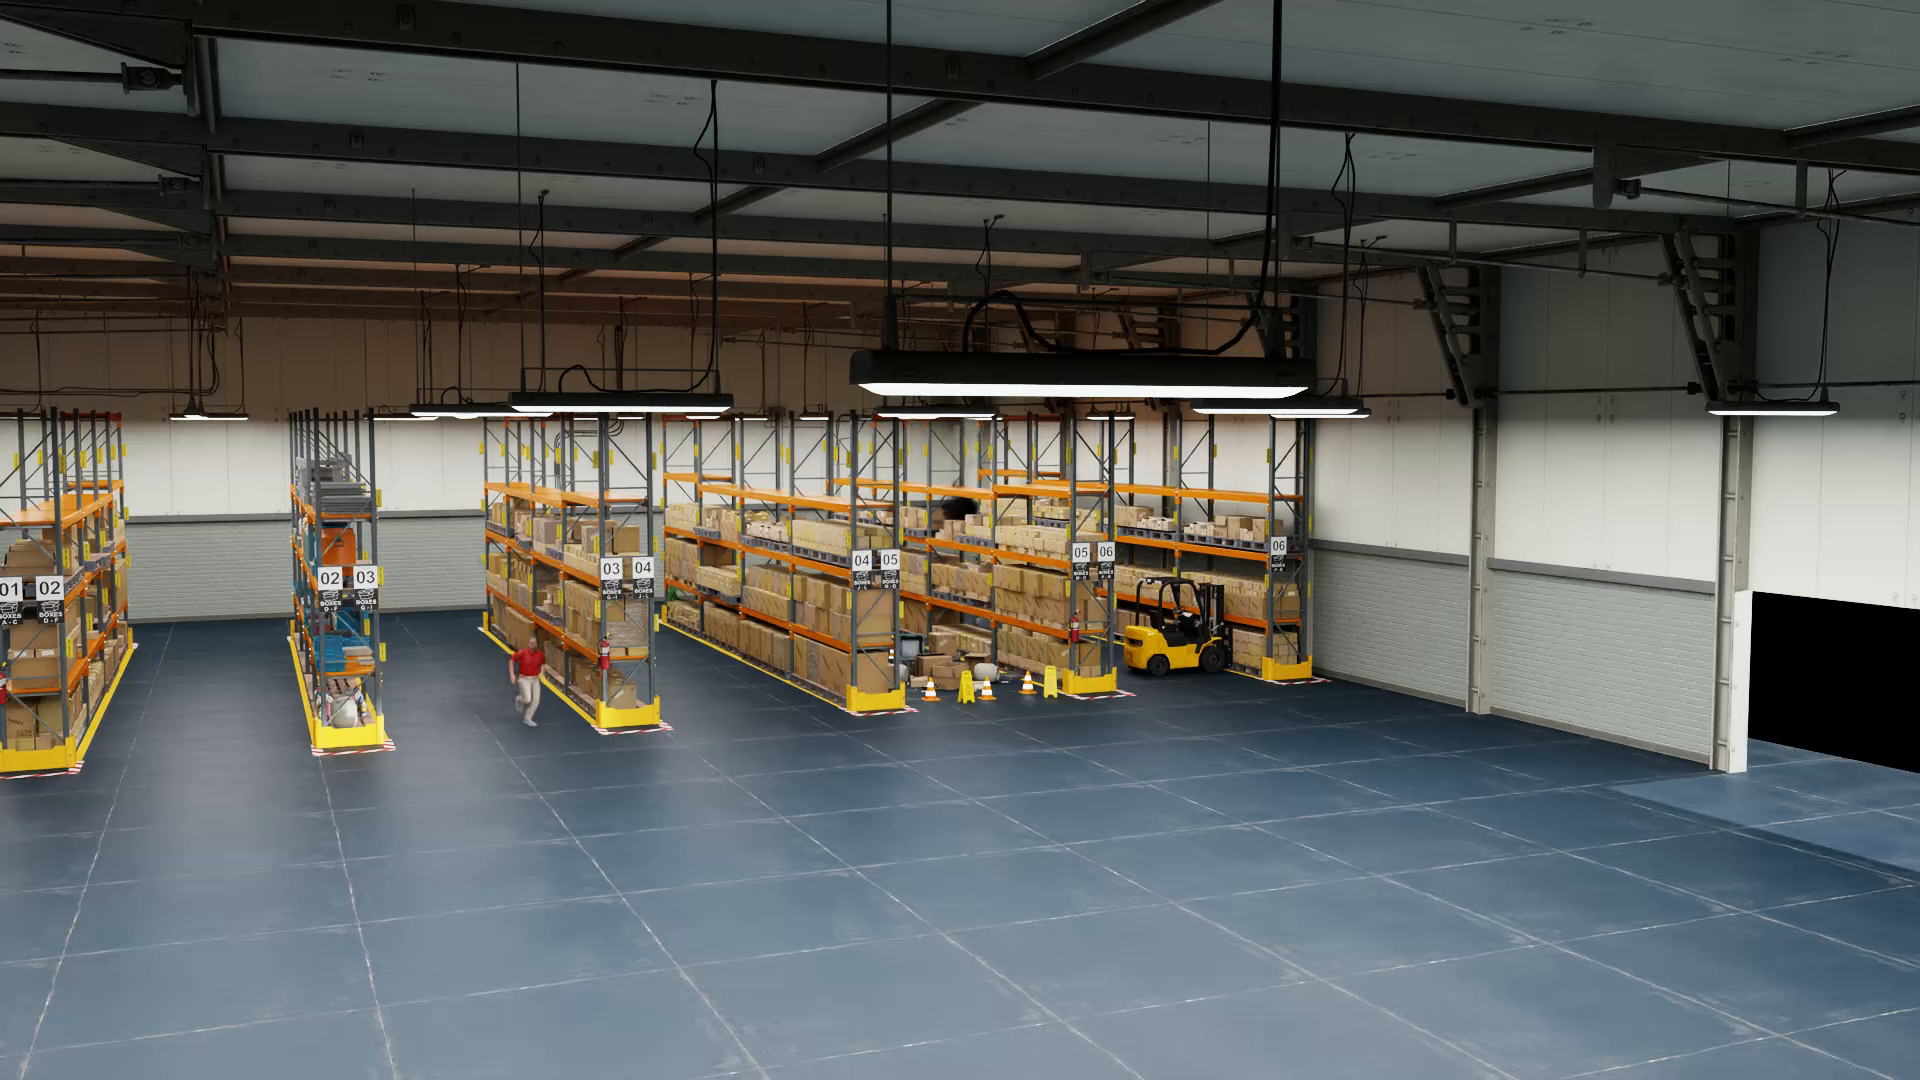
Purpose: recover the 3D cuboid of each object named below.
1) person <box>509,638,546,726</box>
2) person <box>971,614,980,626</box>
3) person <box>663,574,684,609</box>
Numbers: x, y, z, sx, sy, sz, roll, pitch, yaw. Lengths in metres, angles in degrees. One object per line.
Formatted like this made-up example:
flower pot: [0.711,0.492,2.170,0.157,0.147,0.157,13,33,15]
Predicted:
person: [-8.205,2.689,31.626,0.698,1.683,0.708,-3,5,-40]
person: [0.468,1.617,46.846,0.599,1.652,0.534,-2,5,-30]
person: [-8.586,1.358,49.702,0.621,1.815,1.100,3,5,38]
